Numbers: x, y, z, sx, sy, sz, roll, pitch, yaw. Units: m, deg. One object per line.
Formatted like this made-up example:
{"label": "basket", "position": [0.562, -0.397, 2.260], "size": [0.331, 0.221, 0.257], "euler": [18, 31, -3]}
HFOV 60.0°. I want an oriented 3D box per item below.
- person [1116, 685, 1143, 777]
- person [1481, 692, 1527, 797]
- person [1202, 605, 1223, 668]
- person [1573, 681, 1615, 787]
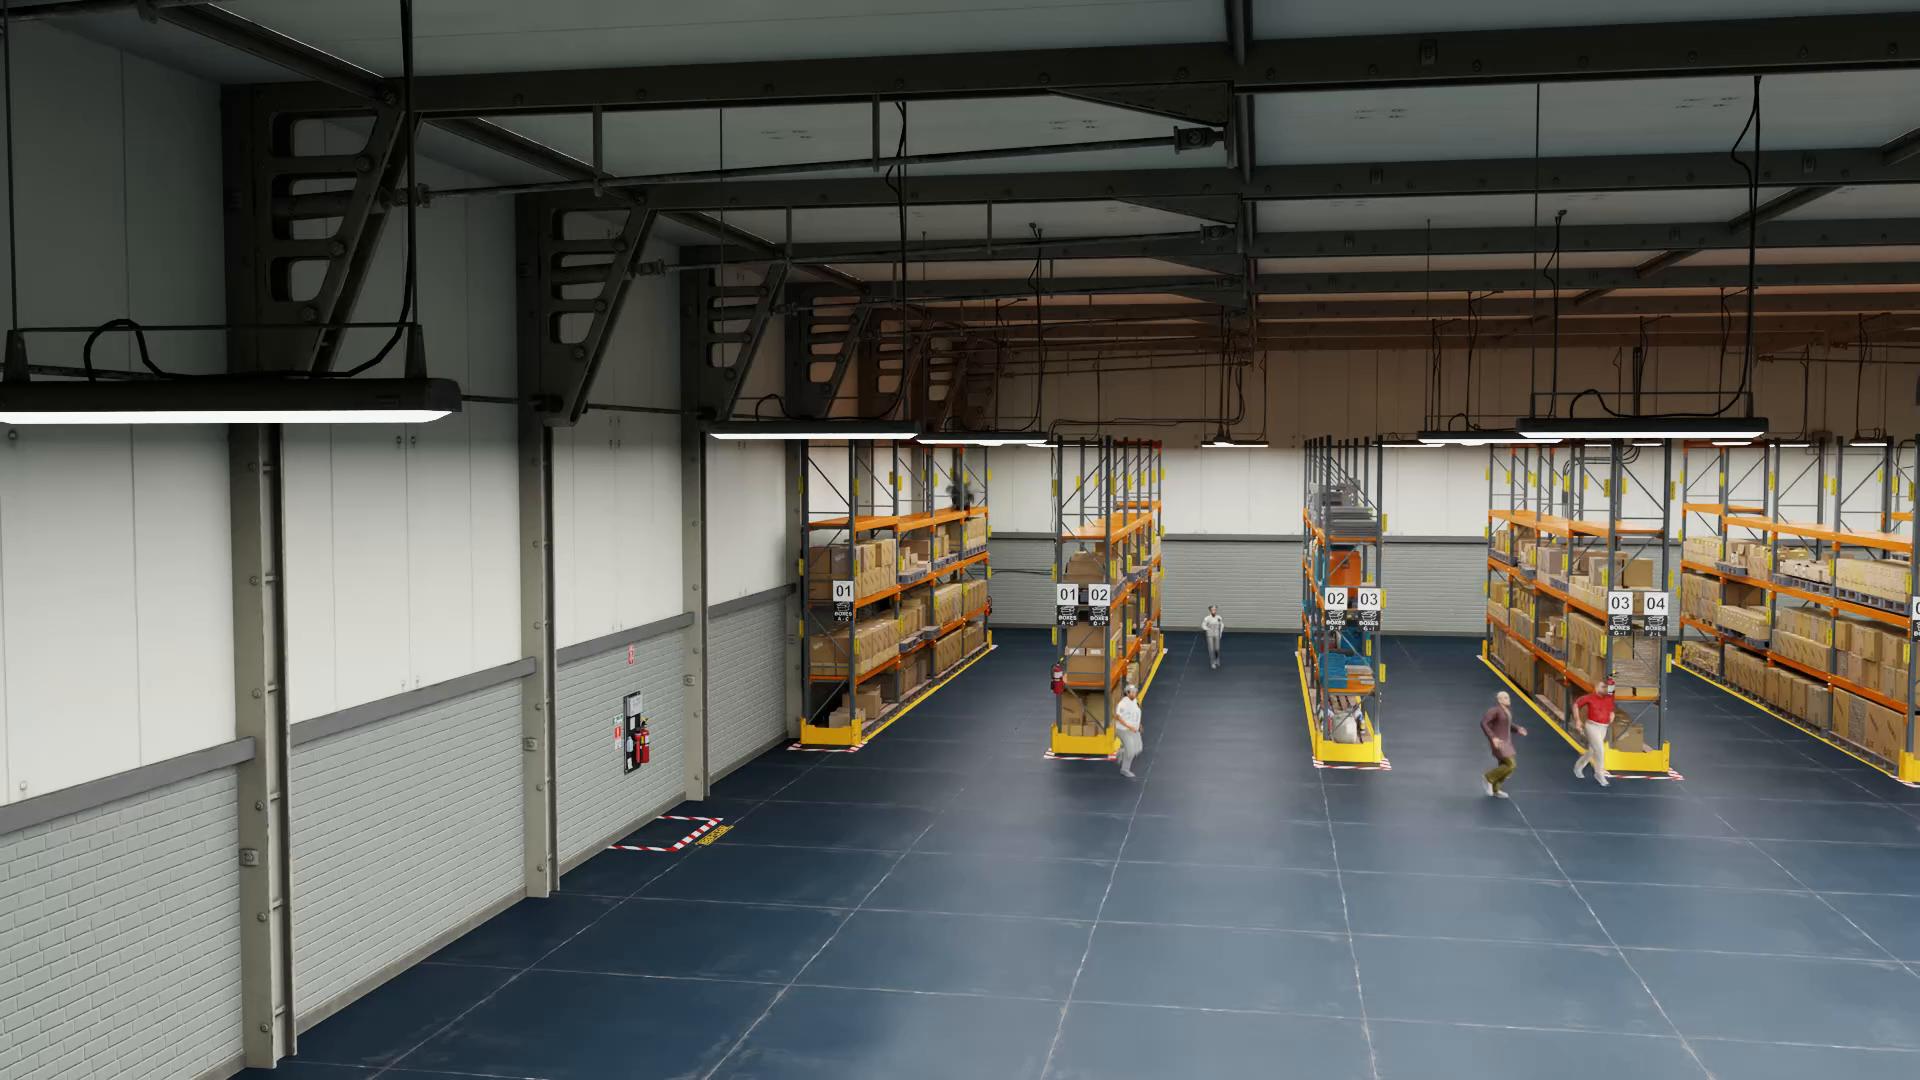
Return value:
{"label": "person", "position": [2.940, 3.341, 29.288], "size": [0.587, 1.614, 0.591], "euler": [3, 4, 40]}
{"label": "person", "position": [8.972, 3.367, 27.379], "size": [0.646, 1.747, 0.691], "euler": [3, 4, 44]}
{"label": "person", "position": [6.638, 2.531, 43.572], "size": [0.596, 1.665, 0.567], "euler": [0, 3, 0]}
{"label": "person", "position": [11.031, 3.309, 28.712], "size": [0.670, 1.727, 0.873], "euler": [-1, 3, -24]}
